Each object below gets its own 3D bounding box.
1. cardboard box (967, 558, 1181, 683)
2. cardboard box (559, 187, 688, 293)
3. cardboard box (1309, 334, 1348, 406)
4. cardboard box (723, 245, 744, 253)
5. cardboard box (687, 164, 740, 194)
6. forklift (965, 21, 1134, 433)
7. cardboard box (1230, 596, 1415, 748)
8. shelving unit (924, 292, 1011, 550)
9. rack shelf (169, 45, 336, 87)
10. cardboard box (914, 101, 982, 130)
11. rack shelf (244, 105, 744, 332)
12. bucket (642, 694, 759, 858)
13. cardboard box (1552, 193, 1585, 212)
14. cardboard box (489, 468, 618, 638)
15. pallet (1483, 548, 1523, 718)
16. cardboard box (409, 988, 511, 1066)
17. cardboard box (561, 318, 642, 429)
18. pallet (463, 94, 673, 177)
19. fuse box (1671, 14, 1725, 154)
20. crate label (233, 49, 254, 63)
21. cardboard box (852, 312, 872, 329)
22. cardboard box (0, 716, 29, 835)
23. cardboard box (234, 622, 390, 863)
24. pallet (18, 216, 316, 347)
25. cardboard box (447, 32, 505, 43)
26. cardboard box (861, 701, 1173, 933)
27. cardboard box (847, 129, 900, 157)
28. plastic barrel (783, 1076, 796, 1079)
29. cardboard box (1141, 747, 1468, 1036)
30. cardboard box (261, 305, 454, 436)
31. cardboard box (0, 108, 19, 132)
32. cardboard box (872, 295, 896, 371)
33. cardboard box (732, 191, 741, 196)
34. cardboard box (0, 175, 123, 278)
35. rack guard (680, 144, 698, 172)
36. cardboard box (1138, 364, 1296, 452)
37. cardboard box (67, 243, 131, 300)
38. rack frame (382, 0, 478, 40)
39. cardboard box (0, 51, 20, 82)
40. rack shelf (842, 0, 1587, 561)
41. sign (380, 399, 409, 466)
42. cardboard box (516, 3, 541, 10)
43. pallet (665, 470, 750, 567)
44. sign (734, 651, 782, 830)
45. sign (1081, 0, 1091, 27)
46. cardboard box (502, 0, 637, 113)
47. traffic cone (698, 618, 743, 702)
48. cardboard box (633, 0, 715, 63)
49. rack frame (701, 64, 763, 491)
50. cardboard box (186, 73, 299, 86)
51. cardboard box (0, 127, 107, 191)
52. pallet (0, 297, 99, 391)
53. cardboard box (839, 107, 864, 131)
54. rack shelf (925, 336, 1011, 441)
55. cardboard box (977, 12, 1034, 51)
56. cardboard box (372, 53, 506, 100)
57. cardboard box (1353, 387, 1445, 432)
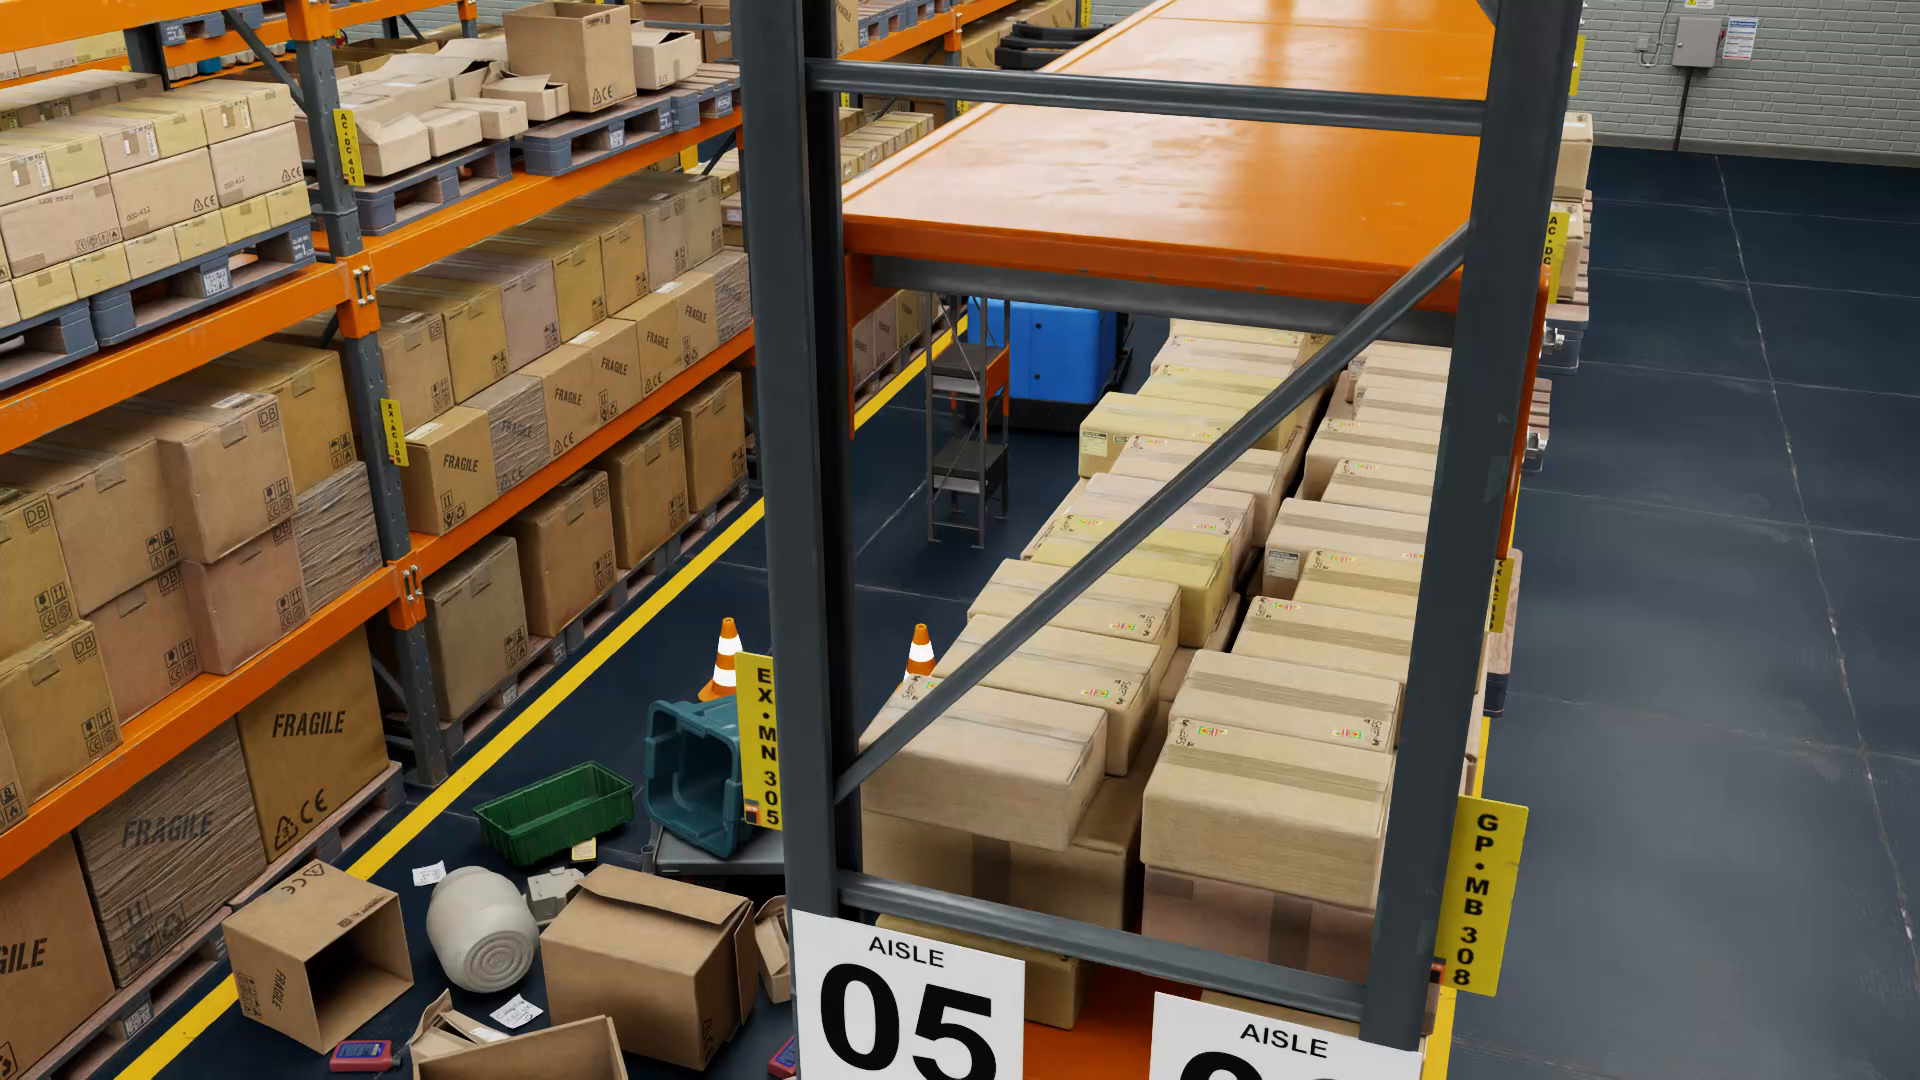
[{"bbox_3d":[0.233,0.180,3.368,0.380,0.149,0.250,8,27,17],"label":"cardboard box"},{"bbox_3d":[-2.156,-1.902,10.475,0.700,0.500,0.500,8,27,17],"label":"cardboard box"},{"bbox_3d":[0.972,-0.540,5.313,0.500,0.250,0.500,9,27,17],"label":"cardboard box"},{"bbox_3d":[-1.491,-2.029,11.805,0.380,0.149,0.250,8,27,17],"label":"cardboard box"},{"bbox_3d":[-1.842,-2.731,12.572,0.380,0.149,0.250,10,27,19],"label":"cardboard box"},{"bbox_3d":[0.874,-2.761,13.589,1.130,2.935,3.031,6,26,12],"label":"forklift"},{"bbox_3d":[0.730,0.254,3.216,0.380,0.149,0.250,9,27,17],"label":"cardboard box"},{"bbox_3d":[0.055,-1.013,10.933,0.431,2.100,0.503,9,27,17],"label":"shelving unit"},{"bbox_3d":[-9.148,-5.419,19.826,1.077,0.370,4.000,9,27,17],"label":"rack shelf"},{"bbox_3d":[-0.097,-3.788,15.175,0.500,0.500,0.500,8,27,16],"label":"cardboard box"},{"bbox_3d":[-2.496,-2.003,9.328,1.077,0.370,4.000,9,27,17],"label":"rack shelf"},{"bbox_3d":[-1.033,1.025,7.703,0.726,0.611,0.620,20,22,35],"label":"bucket"},{"bbox_3d":[2.280,-1.340,6.824,0.500,0.250,0.500,8,27,17],"label":"cardboard box"},{"bbox_3d":[-2.715,0.005,9.897,1.050,0.750,0.750,9,27,17],"label":"cardboard box"},{"bbox_3d":[1.931,0.315,7.377,1.003,0.211,1.213,9,27,17],"label":"pallet"},{"bbox_3d":[-1.997,2.049,6.712,0.396,0.266,0.258,14,29,26],"label":"cardboard box"},{"bbox_3d":[-2.228,-0.998,9.754,0.500,0.500,0.500,9,27,18],"label":"cardboard box"},{"bbox_3d":[-2.364,-2.331,9.397,1.003,0.211,1.213,10,28,20],"label":"pallet"},{"bbox_3d":[9.320,-5.786,21.236,0.539,1.711,0.414,9,27,17],"label":"fuse box"},{"bbox_3d":[-8.763,-5.877,20.180,0.396,0.136,0.243,9,27,17],"label":"crate label"},{"bbox_3d":[-1.027,-1.858,13.171,0.500,0.250,0.500,9,27,18],"label":"cardboard box"},{"bbox_3d":[-3.945,0.822,5.939,0.875,0.550,0.550,9,27,17],"label":"cardboard box"},{"bbox_3d":[-3.437,0.861,7.986,0.875,0.875,0.875,9,27,18],"label":"cardboard box"},{"bbox_3d":[-3.444,-1.130,6.802,1.003,0.211,1.213,9,27,17],"label":"pallet"},{"bbox_3d":[-4.743,-4.767,16.623,0.500,0.500,0.500,9,27,17],"label":"cardboard box"},{"bbox_3d":[0.125,0.500,3.165,0.500,0.250,0.500,8,27,17],"label":"cardboard box"},{"bbox_3d":[-0.713,-3.268,13.682,0.380,0.149,0.250,9,27,17],"label":"cardboard box"},{"bbox_3d":[-0.532,2.257,6.103,0.421,0.421,0.512,-14,29,-27],"label":"plastic barrel"},{"bbox_3d":[0.627,0.581,2.996,0.500,0.250,0.500,8,27,17],"label":"cardboard box"},{"bbox_3d":[-3.002,-0.854,8.311,0.700,0.500,0.500,8,27,17],"label":"cardboard box"},{"bbox_3d":[-3.856,-1.571,6.387,0.380,0.149,0.250,8,27,17],"label":"cardboard box"},{"bbox_3d":[-0.854,-1.744,13.797,0.500,0.500,0.500,8,27,16],"label":"cardboard box"},{"bbox_3d":[-1.407,-2.415,11.919,0.380,0.149,0.250,8,27,16],"label":"cardboard box"},{"bbox_3d":[-3.420,-1.153,5.980,0.500,0.250,0.500,9,27,17],"label":"cardboard box"},{"bbox_3d":[-3.804,-4.732,20.449,1.175,0.500,0.348,9,27,17],"label":"rack guard"},{"bbox_3d":[0.688,-0.341,4.444,0.380,0.149,0.250,9,27,18],"label":"cardboard box"},{"bbox_3d":[-3.319,-1.012,6.148,0.380,0.149,0.250,9,27,18],"label":"cardboard box"},{"bbox_3d":[-5.143,-4.203,16.489,1.000,3.000,0.127,9,27,17],"label":"rack frame"},{"bbox_3d":[-6.723,-3.199,11.145,0.500,0.250,0.500,10,27,19],"label":"cardboard box"},{"bbox_3d":[0.874,-1.031,3.883,1.077,0.370,4.000,9,27,17],"label":"rack shelf"},{"bbox_3d":[-2.638,-0.500,7.756,0.100,0.325,0.005,9,27,17],"label":"sign"},{"bbox_3d":[-4.559,-5.673,18.496,0.500,0.500,0.500,8,27,16],"label":"cardboard box"},{"bbox_3d":[-2.164,-0.230,11.483,1.003,0.211,1.213,9,27,17],"label":"pallet"},{"bbox_3d":[-0.308,0.328,2.672,0.100,0.325,0.005,9,27,17],"label":"sign"},{"bbox_3d":[1.348,-5.661,17.808,0.100,0.325,0.005,9,27,17],"label":"sign"},{"bbox_3d":[-2.145,-2.672,9.174,0.500,0.500,0.500,9,27,17],"label":"cardboard box"},{"bbox_3d":[-1.291,0.655,9.366,0.336,0.463,0.334,9,27,17],"label":"traffic cone"},{"bbox_3d":[-1.880,-3.465,11.407,0.500,0.500,0.500,9,27,17],"label":"cardboard box"},{"bbox_3d":[-1.831,-1.798,11.522,1.000,3.000,0.127,9,27,17],"label":"rack frame"},{"bbox_3d":[-5.996,-3.621,14.021,0.797,0.503,0.637,9,27,19],"label":"cardboard box"},{"bbox_3d":[-3.319,-1.371,5.975,0.380,0.149,0.250,9,27,18],"label":"cardboard box"},{"bbox_3d":[-3.851,-0.630,5.770,1.003,0.211,1.213,9,27,17],"label":"pallet"},{"bbox_3d":[-1.064,-3.691,14.554,0.380,0.149,0.250,10,28,20],"label":"cardboard box"},{"bbox_3d":[0.055,-1.001,10.939,0.431,0.518,0.480,9,27,17],"label":"rack shelf"},{"bbox_3d":[0.408,-4.850,16.221,0.500,0.500,0.500,8,27,16],"label":"cardboard box"},{"bbox_3d":[-2.786,-2.451,8.933,0.500,0.311,0.500,8,27,16],"label":"cardboard box"},{"bbox_3d":[1.214,-0.261,4.279,0.380,0.149,0.250,9,27,18],"label":"cardboard box"}]
